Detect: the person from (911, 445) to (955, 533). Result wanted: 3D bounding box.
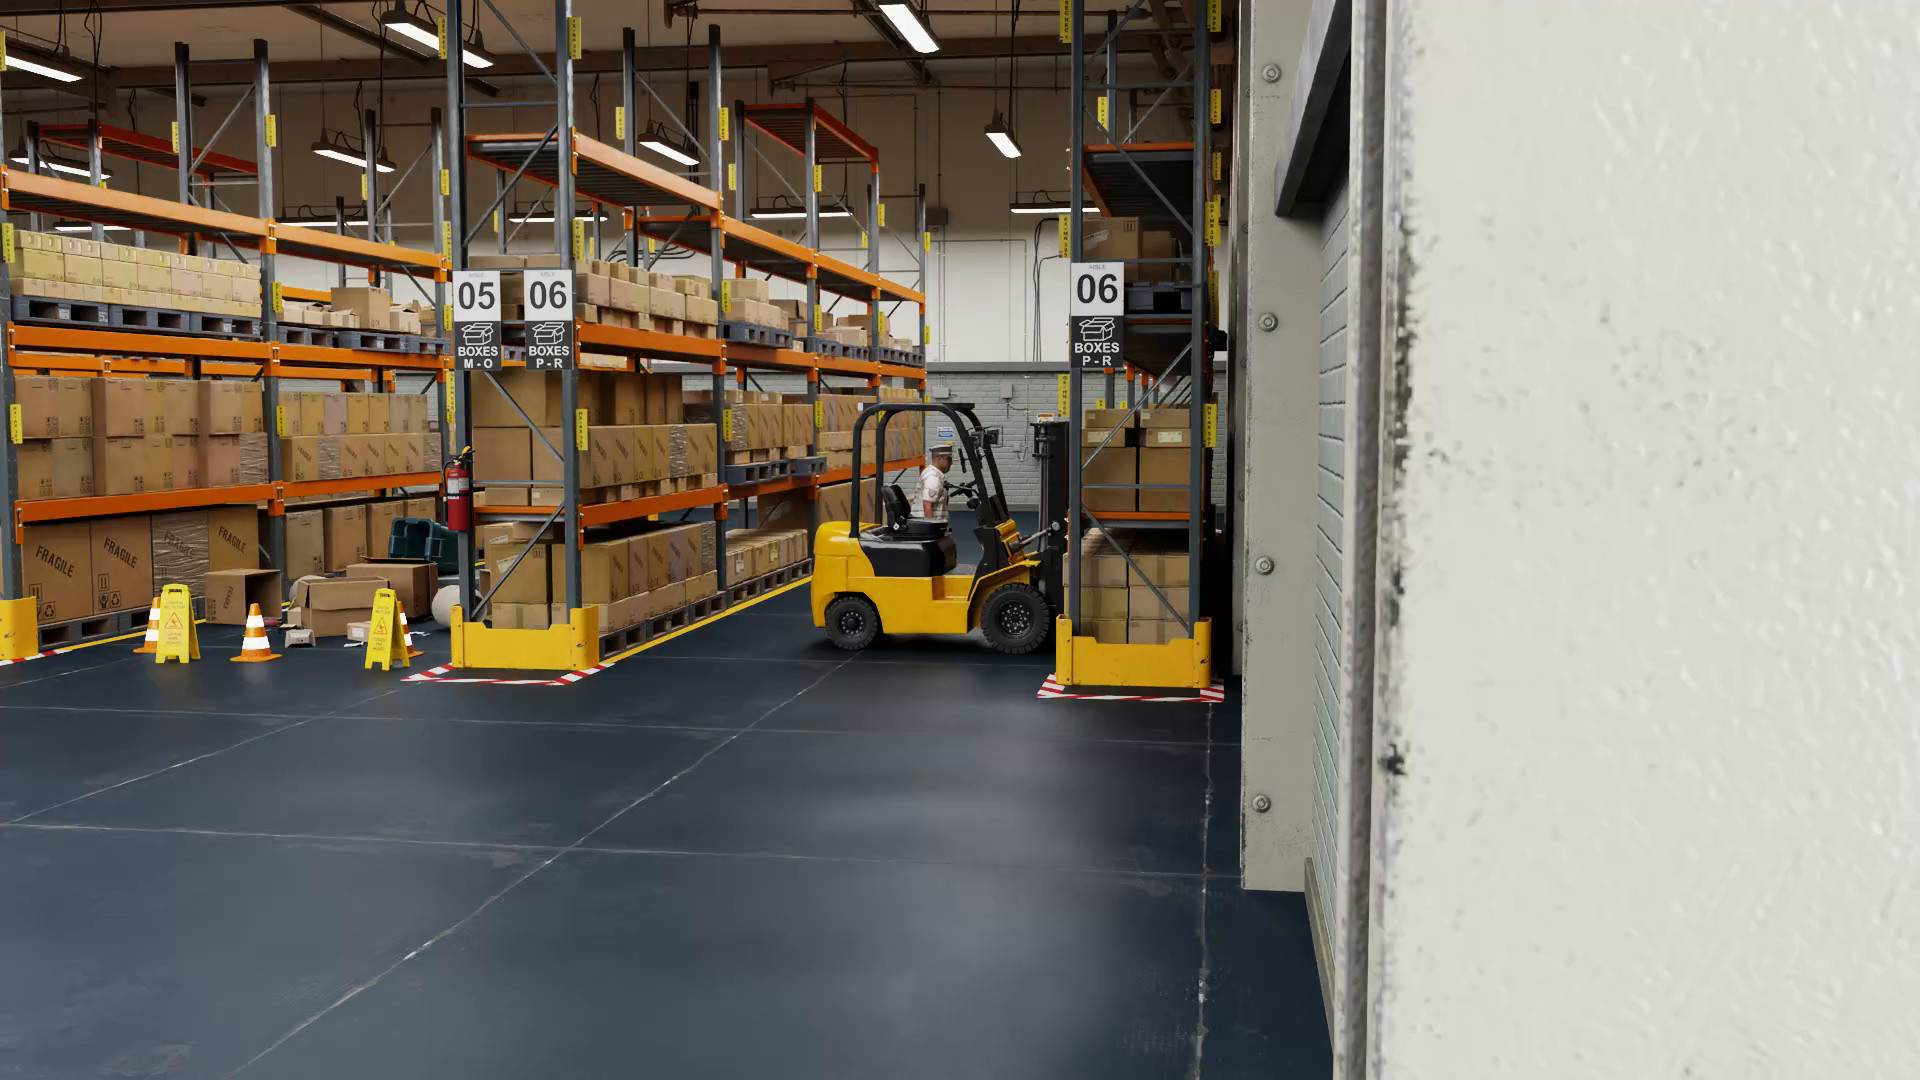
[{"bbox_3d":[-0.268,-0.071,16.503,0.431,1.748,0.606,0,4,5],"label":"person"}]
